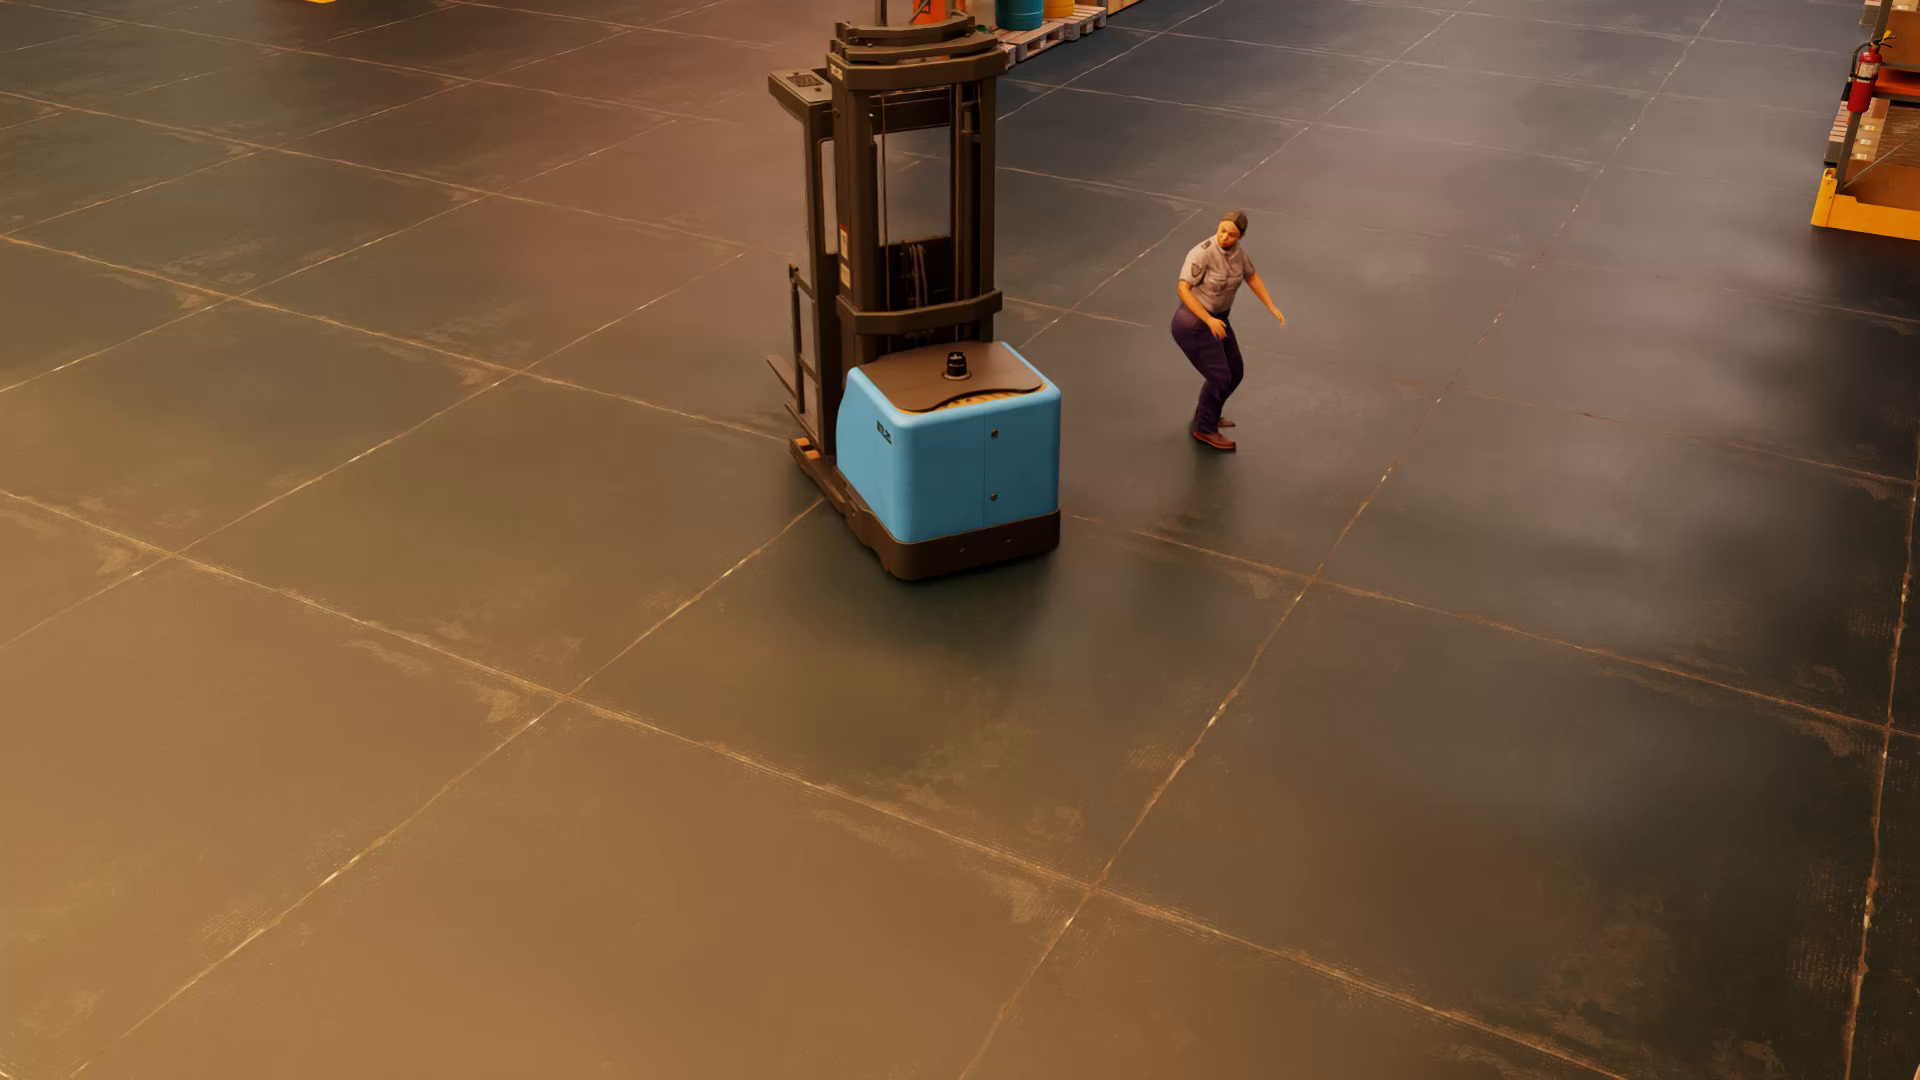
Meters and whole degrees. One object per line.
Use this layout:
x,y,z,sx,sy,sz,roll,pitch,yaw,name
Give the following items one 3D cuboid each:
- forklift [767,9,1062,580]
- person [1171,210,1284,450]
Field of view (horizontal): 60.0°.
-0.463,-1.759,10.119,1.130,2.935,3.031,-12,32,-20,forklift
1.725,-1.372,10.840,0.603,1.609,0.719,22,36,33,person
